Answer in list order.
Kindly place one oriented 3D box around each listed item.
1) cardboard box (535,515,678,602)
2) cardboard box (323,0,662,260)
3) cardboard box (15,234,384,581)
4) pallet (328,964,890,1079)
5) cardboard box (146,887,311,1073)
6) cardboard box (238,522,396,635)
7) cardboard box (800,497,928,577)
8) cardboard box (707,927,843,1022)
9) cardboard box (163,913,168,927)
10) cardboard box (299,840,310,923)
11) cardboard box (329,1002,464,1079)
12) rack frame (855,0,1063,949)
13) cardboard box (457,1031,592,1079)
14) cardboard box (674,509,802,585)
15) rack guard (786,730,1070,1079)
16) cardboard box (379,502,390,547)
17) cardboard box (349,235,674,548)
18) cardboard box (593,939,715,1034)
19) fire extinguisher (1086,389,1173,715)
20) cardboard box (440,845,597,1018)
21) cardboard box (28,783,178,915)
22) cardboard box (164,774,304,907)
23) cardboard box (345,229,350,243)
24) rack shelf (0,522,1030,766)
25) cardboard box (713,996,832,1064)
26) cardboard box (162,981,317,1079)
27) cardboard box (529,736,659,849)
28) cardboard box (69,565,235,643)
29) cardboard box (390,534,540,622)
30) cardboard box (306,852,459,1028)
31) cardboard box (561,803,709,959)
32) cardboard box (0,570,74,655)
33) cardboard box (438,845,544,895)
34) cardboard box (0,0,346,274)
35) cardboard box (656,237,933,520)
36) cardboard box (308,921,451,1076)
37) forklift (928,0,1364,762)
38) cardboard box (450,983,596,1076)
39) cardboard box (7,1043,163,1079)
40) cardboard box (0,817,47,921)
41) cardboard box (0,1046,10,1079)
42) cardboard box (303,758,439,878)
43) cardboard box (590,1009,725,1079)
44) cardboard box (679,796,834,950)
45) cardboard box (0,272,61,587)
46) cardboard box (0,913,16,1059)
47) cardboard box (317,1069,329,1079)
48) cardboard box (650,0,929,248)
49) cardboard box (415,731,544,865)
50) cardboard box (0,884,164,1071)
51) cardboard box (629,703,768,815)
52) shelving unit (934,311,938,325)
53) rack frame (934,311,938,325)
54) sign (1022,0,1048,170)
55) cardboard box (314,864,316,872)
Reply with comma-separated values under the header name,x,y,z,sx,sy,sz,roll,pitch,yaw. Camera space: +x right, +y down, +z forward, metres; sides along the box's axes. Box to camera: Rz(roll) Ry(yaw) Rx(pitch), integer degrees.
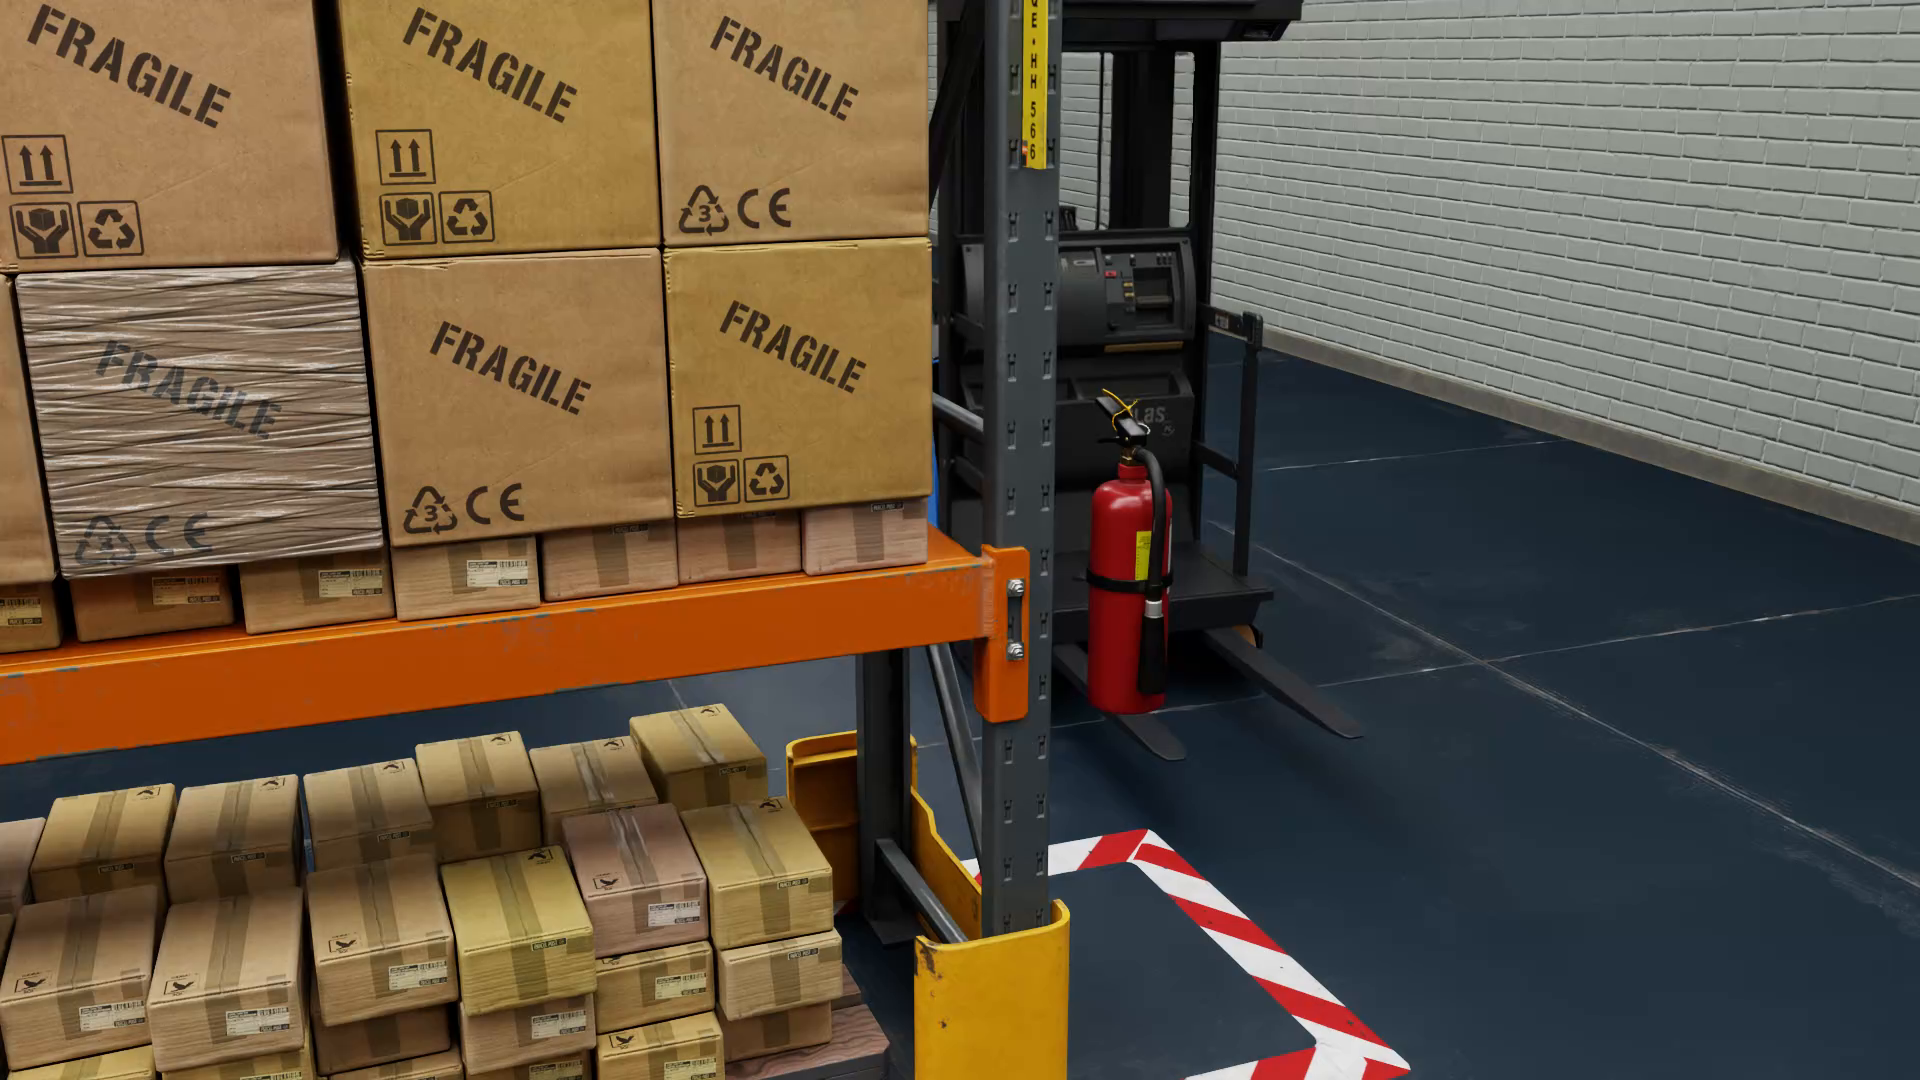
name,x,y,z,sx,sy,sz,roll,pitch,yaw
cardboard box,-0.720,-0.015,3.273,0.250,0.149,0.380,-6,18,-21
cardboard box,-0.854,-0.795,3.003,0.500,0.500,0.500,-7,18,-22
cardboard box,-1.323,-0.261,2.958,0.500,0.500,0.500,-6,17,-20
pallet,-0.885,1.131,3.874,1.213,0.211,1.003,-6,17,-20
cardboard box,-1.393,0.834,3.192,0.250,0.149,0.380,-5,17,-18
cardboard box,-1.207,0.035,3.100,0.250,0.149,0.380,-7,18,-23
cardboard box,-0.246,-0.060,3.424,0.250,0.149,0.380,-6,17,-20
cardboard box,-0.433,0.864,3.618,0.250,0.149,0.380,-7,18,-22
cardboard box,-1.827,0.869,3.601,0.250,0.149,0.380,-5,17,-17
cardboard box,-1.589,0.831,3.731,0.250,0.149,0.380,-7,18,-23
cardboard box,-1.167,1.072,3.440,0.250,0.149,0.380,-6,17,-20
rack frame,-0.043,-0.288,3.754,0.127,3.000,1.000,-6,17,-20
cardboard box,-0.941,1.043,3.537,0.250,0.149,0.380,-6,17,-20
cardboard box,-0.492,-0.045,3.373,0.250,0.149,0.380,-6,17,-20
rack guard,-0.114,0.919,4.080,0.348,0.500,1.175,-6,17,-20
cardboard box,-1.149,-0.109,3.591,0.250,0.149,0.380,-5,17,-17
cardboard box,-0.853,-0.315,3.141,0.500,0.500,0.500,-6,18,-21
cardboard box,-0.697,0.876,3.576,0.250,0.149,0.380,-7,18,-21
fire extinguisher,0.358,0.024,3.491,0.183,0.674,0.296,-6,17,-20
cardboard box,-0.898,0.783,3.367,0.250,0.149,0.380,-7,18,-21
cardboard box,-1.875,0.695,3.668,0.250,0.149,0.380,-6,17,-19
cardboard box,-1.613,0.680,3.717,0.250,0.149,0.380,-5,17,-18
cardboard box,-1.052,-0.445,3.585,0.500,0.500,0.500,-6,17,-20
rack shelf,-1.910,0.259,3.169,4.000,0.370,1.077,-6,17,-20
cardboard box,-0.460,0.987,3.729,0.250,0.149,0.380,-6,17,-19
cardboard box,-1.397,0.973,3.249,0.250,0.149,0.380,-6,17,-19
cardboard box,-0.868,0.616,3.935,0.250,0.149,0.380,-6,17,-19
cardboard box,-1.480,0.047,3.061,0.250,0.149,0.380,-7,18,-22
cardboard box,-0.950,0.016,3.165,0.250,0.149,0.380,-6,17,-19
cardboard box,-1.162,0.792,3.334,0.250,0.149,0.380,-7,18,-22
cardboard box,-0.702,0.724,3.569,0.250,0.149,0.380,-6,17,-19
cardboard box,-1.722,0.078,2.955,0.250,0.149,0.380,-6,17,-19
cardboard box,-1.097,0.782,3.898,0.250,0.149,0.380,-6,17,-19
cardboard box,-1.337,-0.741,2.817,0.500,0.500,0.500,-5,17,-17
cardboard box,-0.370,-0.365,3.313,0.500,0.500,0.500,-6,17,-19
cardboard box,-1.206,0.917,3.438,0.250,0.149,0.380,-6,18,-21
forklift,0.523,-0.961,6.169,1.130,2.935,3.031,-5,17,-16
cardboard box,-0.918,0.917,3.438,0.250,0.149,0.380,-7,18,-22
cardboard box,-1.643,0.994,3.177,0.250,0.149,0.380,-5,17,-17
cardboard box,-2.076,0.745,3.496,0.250,0.149,0.380,-6,17,-20
cardboard box,-1.890,1.029,3.058,0.250,0.149,0.380,-6,17,-20
cardboard box,-1.351,0.655,3.804,0.250,0.149,0.380,-7,18,-23
cardboard box,-0.664,1.039,3.550,0.250,0.149,0.380,-6,17,-18
cardboard box,-0.446,0.713,3.604,0.250,0.149,0.380,-6,17,-19
cardboard box,-1.792,-0.214,2.796,0.500,0.500,0.500,-5,17,-17
cardboard box,-1.914,0.865,3.086,0.250,0.149,0.380,-6,17,-20
cardboard box,-1.383,1.114,3.296,0.250,0.149,0.380,-7,18,-23
cardboard box,-0.381,-0.847,3.177,0.500,0.500,0.500,-7,18,-21
cardboard box,-1.149,0.608,3.963,0.250,0.149,0.380,-6,17,-20
cardboard box,-1.679,0.832,3.201,0.250,0.149,0.380,-7,18,-22
cardboard box,-0.654,0.557,4.137,0.250,0.149,0.380,-7,18,-23
shelving unit,0.154,-0.593,7.988,0.503,1.200,0.258,-6,17,-19
rack frame,-0.075,-0.569,7.907,0.015,1.200,0.240,-6,17,-19
sign,0.137,-0.847,3.042,0.005,0.325,0.100,-6,17,-20
cardboard box,-1.375,0.779,3.907,0.250,0.149,0.380,-6,17,-18
